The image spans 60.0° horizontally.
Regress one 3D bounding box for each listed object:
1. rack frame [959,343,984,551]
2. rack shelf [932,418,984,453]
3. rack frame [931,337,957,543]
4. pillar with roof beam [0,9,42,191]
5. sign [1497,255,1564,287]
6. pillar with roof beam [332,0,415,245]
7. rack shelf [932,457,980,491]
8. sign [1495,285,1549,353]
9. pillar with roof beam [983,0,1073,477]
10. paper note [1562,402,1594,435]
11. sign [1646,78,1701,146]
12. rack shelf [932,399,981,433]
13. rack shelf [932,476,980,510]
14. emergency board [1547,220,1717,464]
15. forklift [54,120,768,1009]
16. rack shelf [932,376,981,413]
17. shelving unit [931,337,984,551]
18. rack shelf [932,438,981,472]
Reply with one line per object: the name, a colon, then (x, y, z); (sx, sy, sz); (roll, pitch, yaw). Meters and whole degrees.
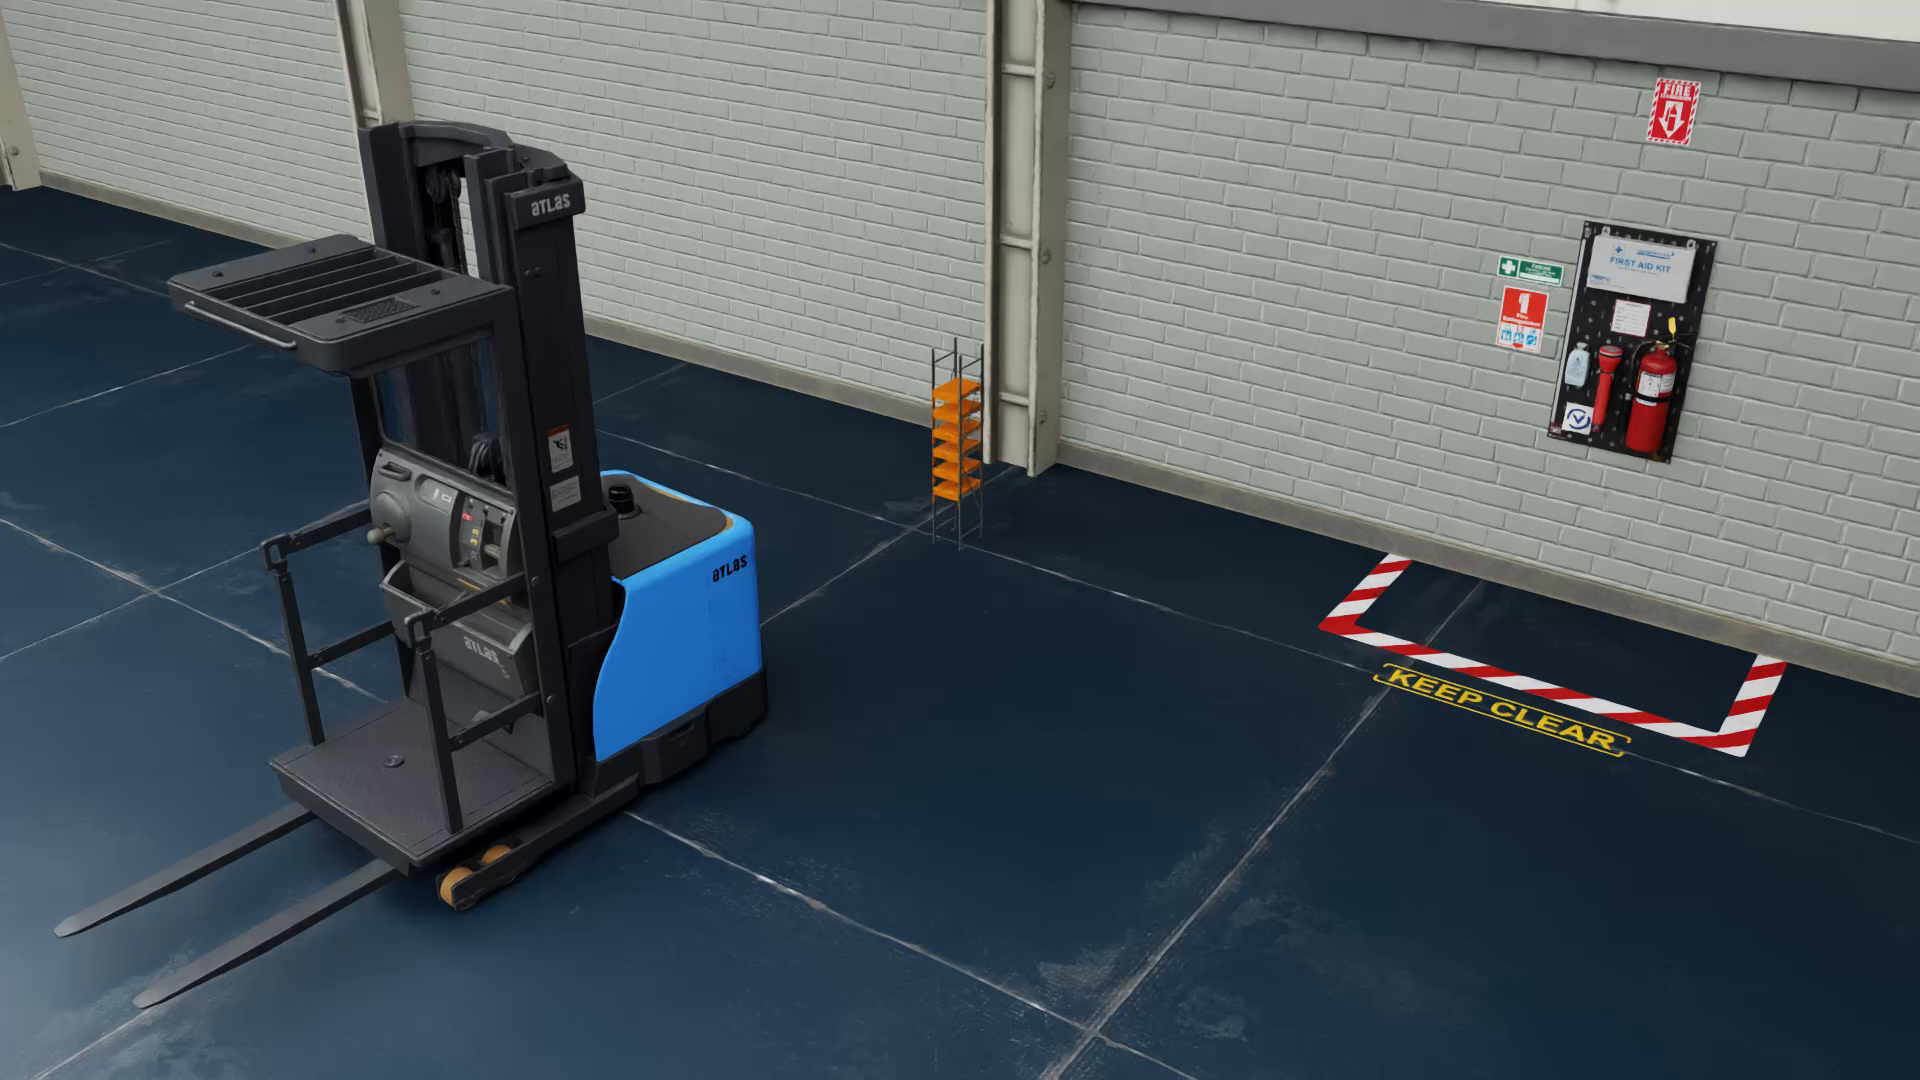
rack frame: (0.063, -0.515, 9.439); (0.006, 1.200, 0.240); (17, 32, 30)
rack shelf: (-0.012, -0.606, 9.451); (0.180, 0.103, 0.258); (17, 32, 30)
rack frame: (-0.087, -0.562, 9.531); (0.006, 1.200, 0.240); (17, 32, 30)
pillar with roof beam: (-11.935, -5.990, 11.599); (0.400, 9.000, 9.100); (17, 32, 30)
sign: (2.925, -1.381, 8.533); (0.331, 0.109, 0.001); (17, 32, 30)
pillar with roof beam: (-6.989, -4.450, 8.572); (0.400, 9.000, 9.100); (17, 32, 30)
rack shelf: (-0.012, -0.392, 9.560); (0.180, 0.103, 0.258); (17, 32, 30)
sign: (2.927, -1.149, 8.662); (0.234, 0.329, 0.001); (17, 32, 30)
pillar with roof beam: (-2.044, -2.909, 5.544); (0.400, 9.000, 9.100); (17, 32, 30)
paper note: (3.217, -0.631, 8.655); (0.142, 0.148, 0.016); (17, 32, 30)
sign: (3.374, -2.025, 7.867); (0.199, 0.298, 0.001); (17, 32, 30)
rack shelf: (-0.012, -0.713, 9.396); (0.180, 0.103, 0.258); (17, 32, 30)
rack shelf: (-0.012, -0.285, 9.614); (0.180, 0.103, 0.258); (17, 32, 30)
emergency board: (3.324, -0.953, 8.315); (0.643, 1.169, 0.194); (17, 32, 30)
forklift: (-2.241, -0.056, 6.628); (1.130, 2.935, 3.031); (20, 33, 34)
rack shelf: (-0.012, -0.820, 9.342); (0.180, 0.103, 0.258); (17, 32, 30)
shelving unit: (-0.012, -0.538, 9.485); (0.189, 1.200, 0.258); (17, 32, 30)
rack shelf: (-0.012, -0.499, 9.505); (0.180, 0.103, 0.258); (17, 32, 30)
